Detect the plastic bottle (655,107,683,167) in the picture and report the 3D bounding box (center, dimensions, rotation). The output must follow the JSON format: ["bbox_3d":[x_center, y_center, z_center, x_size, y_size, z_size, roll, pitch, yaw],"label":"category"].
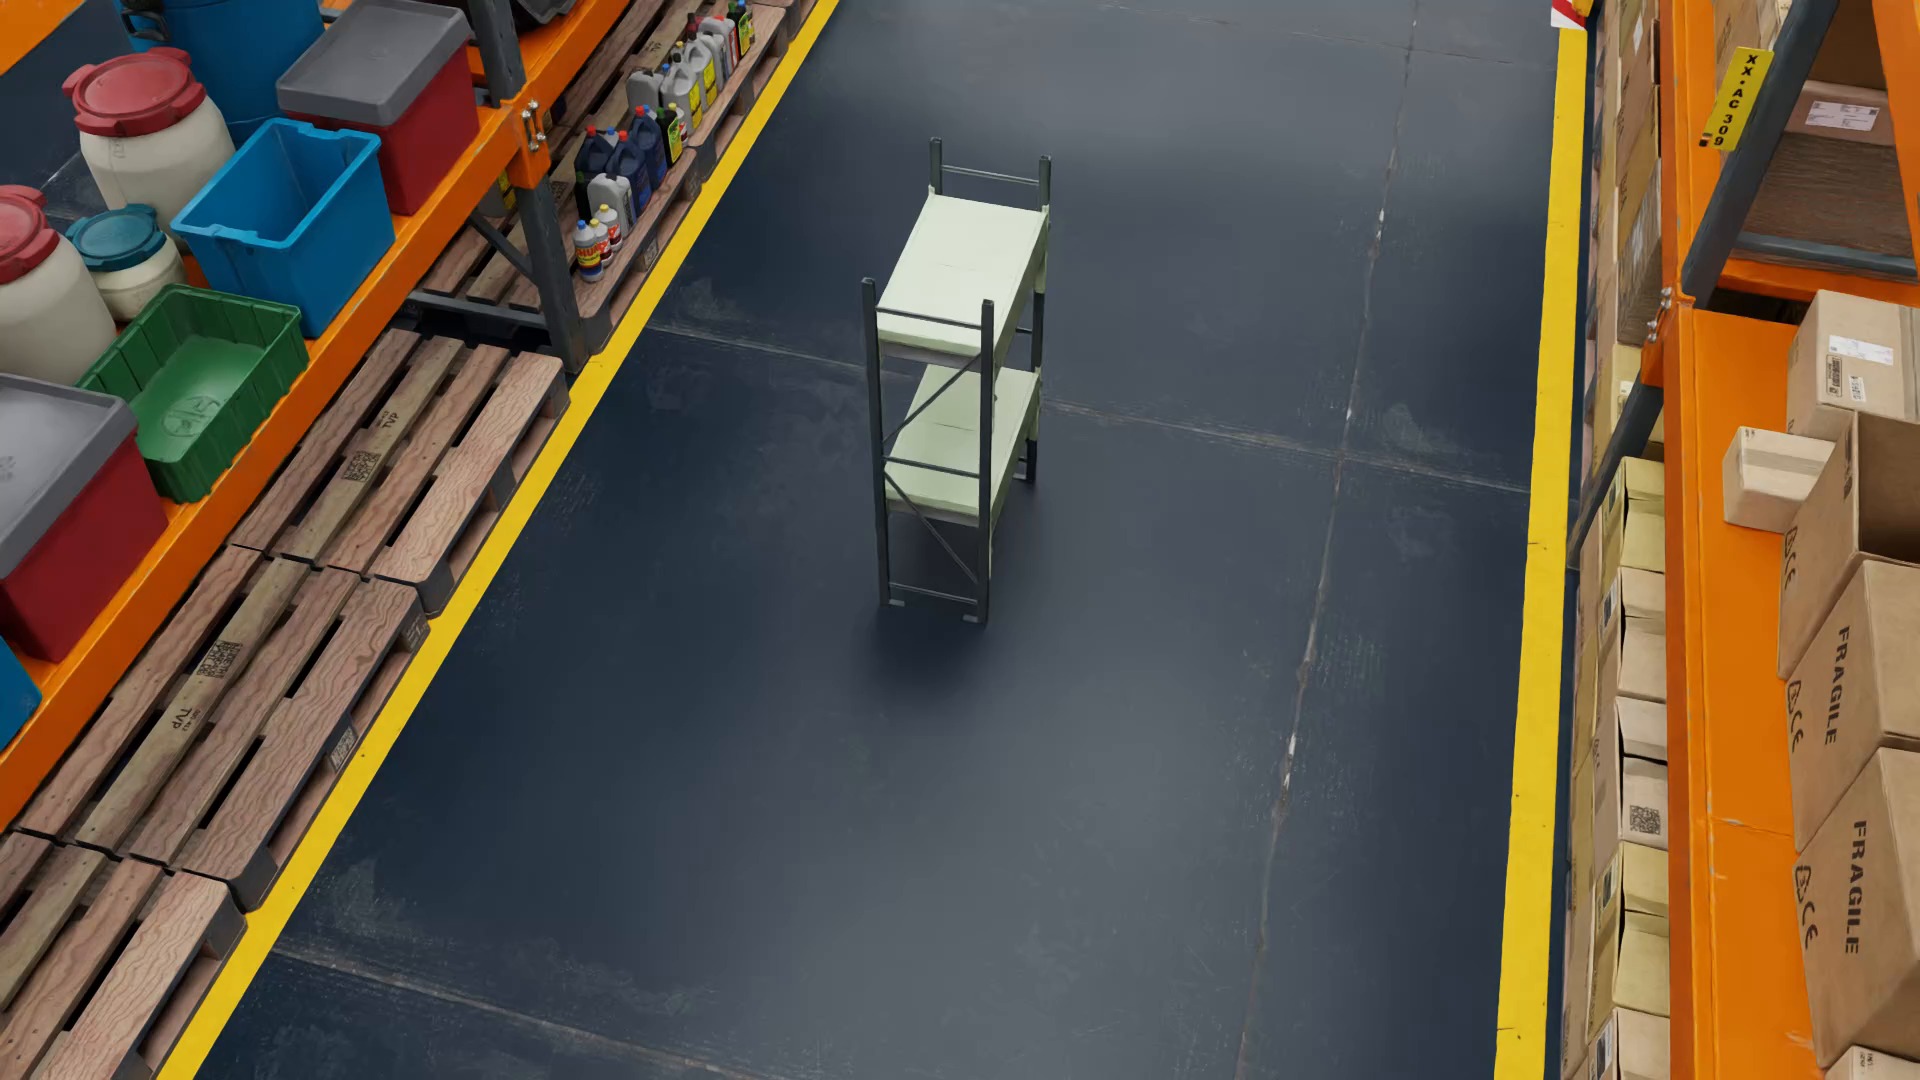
[{"bbox_3d":[-1.294,-1.805,7.361,0.061,0.283,0.133,14,50,12],"label":"plastic bottle"}]

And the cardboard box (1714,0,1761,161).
[{"bbox_3d":[2.981,-1.566,5.565,0.700,0.500,0.500,11,50,10],"label":"cardboard box"}]

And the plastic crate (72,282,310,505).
[{"bbox_3d":[-2.226,-0.423,4.764,0.450,0.188,0.662,12,50,10],"label":"plastic crate"}]

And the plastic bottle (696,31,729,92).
[{"bbox_3d":[-1.177,-2.254,7.762,0.152,0.276,0.135,10,49,9],"label":"plastic bottle"}]

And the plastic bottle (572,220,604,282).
[{"bbox_3d":[-1.533,-1.195,6.831,0.097,0.271,0.097,0,49,0],"label":"plastic bottle"}]

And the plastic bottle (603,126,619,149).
[{"bbox_3d":[-1.505,-1.682,7.260,0.097,0.271,0.097,0,49,0],"label":"plastic bottle"}]

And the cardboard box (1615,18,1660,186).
[{"bbox_3d":[3.038,-1.770,6.866,0.500,0.500,0.500,12,50,10],"label":"cardboard box"}]

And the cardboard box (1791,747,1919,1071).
[{"bbox_3d":[2.111,0.815,3.463,0.500,0.500,0.500,9,49,8],"label":"cardboard box"}]

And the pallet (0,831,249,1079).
[{"bbox_3d":[-2.851,1.455,4.825,1.003,0.211,1.213,12,50,10],"label":"pallet"}]

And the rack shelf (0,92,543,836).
[{"bbox_3d":[-2.566,-0.124,4.839,1.077,0.370,4.000,12,50,10],"label":"rack shelf"}]

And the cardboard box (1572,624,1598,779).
[{"bbox_3d":[2.257,0.555,5.314,0.500,0.250,0.500,13,50,11],"label":"cardboard box"}]

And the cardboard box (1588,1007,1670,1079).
[{"bbox_3d":[1.852,1.481,4.122,0.500,0.311,0.500,11,50,10],"label":"cardboard box"}]

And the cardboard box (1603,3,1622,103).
[{"bbox_3d":[3.307,-2.244,7.784,0.500,0.250,0.500,12,50,10],"label":"cardboard box"}]

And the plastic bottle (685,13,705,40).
[{"bbox_3d":[-1.243,-2.377,7.866,0.061,0.283,0.133,12,50,10],"label":"plastic bottle"}]

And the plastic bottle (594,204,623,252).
[{"bbox_3d":[-1.479,-1.319,6.987,0.097,0.201,0.097,0,49,0],"label":"plastic bottle"}]

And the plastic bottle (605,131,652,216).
[{"bbox_3d":[-1.427,-1.580,7.117,0.144,0.351,0.185,13,50,11],"label":"plastic bottle"}]

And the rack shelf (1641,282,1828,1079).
[{"bbox_3d":[2.212,0.856,3.973,1.077,0.370,4.000,12,50,10],"label":"rack shelf"}]

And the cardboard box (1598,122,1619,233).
[{"bbox_3d":[3.039,-1.522,7.147,0.500,0.250,0.500,12,50,10],"label":"cardboard box"}]

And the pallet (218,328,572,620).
[{"bbox_3d":[-2.209,-0.310,6.383,1.003,0.211,1.213,12,50,10],"label":"pallet"}]

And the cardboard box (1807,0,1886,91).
[{"bbox_3d":[2.849,-1.613,4.741,0.700,0.500,0.500,12,50,10],"label":"cardboard box"}]

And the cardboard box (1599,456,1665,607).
[{"bbox_3d":[2.389,0.007,5.423,0.500,0.311,0.500,12,50,10],"label":"cardboard box"}]

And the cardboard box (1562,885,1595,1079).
[{"bbox_3d":[1.989,1.298,4.658,0.500,0.250,0.500,12,50,11],"label":"cardboard box"}]

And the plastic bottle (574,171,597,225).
[{"bbox_3d":[-1.577,-1.459,7.055,0.061,0.283,0.133,12,50,10],"label":"plastic bottle"}]

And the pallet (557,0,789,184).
[{"bbox_3d":[-1.504,-2.249,8.094,1.003,0.211,1.213,12,50,10],"label":"pallet"}]

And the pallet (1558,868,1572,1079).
[{"bbox_3d":[2.263,1.520,4.768,1.003,0.211,1.213,12,50,10],"label":"pallet"}]

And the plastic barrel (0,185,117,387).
[{"bbox_3d":[-2.696,-0.674,4.754,0.433,0.535,0.433,0,49,0],"label":"plastic barrel"}]

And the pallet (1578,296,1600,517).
[{"bbox_3d":[2.988,-0.473,6.526,1.003,0.211,1.213,12,50,10],"label":"pallet"}]

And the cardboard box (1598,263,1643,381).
[{"bbox_3d":[2.790,-0.796,6.506,0.500,0.250,0.500,12,50,10],"label":"cardboard box"}]

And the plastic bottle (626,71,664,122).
[{"bbox_3d":[-1.415,-2.010,7.546,0.152,0.276,0.135,12,50,10],"label":"plastic bottle"}]

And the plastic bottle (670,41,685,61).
[{"bbox_3d":[-1.302,-2.240,7.800,0.097,0.201,0.097,0,49,0],"label":"plastic bottle"}]

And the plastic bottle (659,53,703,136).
[{"bbox_3d":[-1.265,-2.024,7.509,0.144,0.351,0.185,11,50,10],"label":"plastic bottle"}]

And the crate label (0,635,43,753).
[{"bbox_3d":[-2.570,0.408,3.866,0.502,0.435,0.616,12,50,10],"label":"crate label"}]

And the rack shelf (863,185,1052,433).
[{"bbox_3d":[0.002,-0.759,5.399,0.431,0.370,0.720,12,50,10],"label":"rack shelf"}]

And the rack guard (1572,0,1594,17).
[{"bbox_3d":[3.797,-2.912,8.487,1.175,0.500,0.348,12,50,10],"label":"rack guard"}]

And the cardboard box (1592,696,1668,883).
[{"bbox_3d":[2.117,0.742,4.774,0.500,0.311,0.500,10,49,9],"label":"cardboard box"}]

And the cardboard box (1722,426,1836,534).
[{"bbox_3d":[2.308,-0.145,4.545,0.380,0.149,0.250,12,50,10],"label":"cardboard box"}]

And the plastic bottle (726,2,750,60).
[{"bbox_3d":[-1.061,-2.446,7.926,0.061,0.283,0.133,13,50,11],"label":"plastic bottle"}]

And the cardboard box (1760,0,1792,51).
[{"bbox_3d":[2.670,-1.494,5.068,0.380,0.149,0.250,11,49,9],"label":"cardboard box"}]

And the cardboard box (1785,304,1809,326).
[{"bbox_3d":[3.162,-0.579,5.814,0.500,0.500,0.500,12,50,10],"label":"cardboard box"}]

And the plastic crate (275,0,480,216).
[{"bbox_3d":[-1.872,-1.419,5.459,0.402,0.464,0.583,12,50,10],"label":"plastic crate"}]

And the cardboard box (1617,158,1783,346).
[{"bbox_3d":[2.792,-1.044,6.224,0.500,0.500,0.500,12,50,10],"label":"cardboard box"}]

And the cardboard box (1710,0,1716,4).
[{"bbox_3d":[3.251,-2.299,6.212,0.700,0.500,0.500,13,50,11],"label":"cardboard box"}]

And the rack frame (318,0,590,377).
[{"bbox_3d":[-2.040,-1.809,5.846,1.000,3.000,0.127,12,50,10],"label":"rack frame"}]

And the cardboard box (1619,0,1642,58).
[{"bbox_3d":[3.305,-2.493,7.503,0.500,0.500,0.500,12,50,10],"label":"cardboard box"}]

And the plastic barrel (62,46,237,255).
[{"bbox_3d":[-2.503,-1.205,5.222,0.433,0.535,0.433,0,49,0],"label":"plastic barrel"}]

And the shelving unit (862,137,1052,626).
[{"bbox_3d":[0.002,-0.501,5.692,0.431,1.500,0.755,12,50,10],"label":"shelving unit"}]

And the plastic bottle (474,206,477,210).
[{"bbox_3d":[-2.148,-1.600,7.135,0.144,0.351,0.185,10,49,9],"label":"plastic bottle"}]

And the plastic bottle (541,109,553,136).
[{"bbox_3d":[-1.907,-1.949,7.488,0.061,0.283,0.133,12,50,10],"label":"plastic bottle"}]

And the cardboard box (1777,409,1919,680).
[{"bbox_3d":[2.381,0.072,4.119,0.500,0.500,0.500,15,50,13],"label":"cardboard box"}]

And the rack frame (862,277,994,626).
[{"bbox_3d":[-0.095,-0.236,5.458,0.400,1.500,0.023,12,50,10],"label":"rack frame"}]

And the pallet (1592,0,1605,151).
[{"bbox_3d":[3.630,-2.238,8.084,1.003,0.211,1.213,12,50,10],"label":"pallet"}]
